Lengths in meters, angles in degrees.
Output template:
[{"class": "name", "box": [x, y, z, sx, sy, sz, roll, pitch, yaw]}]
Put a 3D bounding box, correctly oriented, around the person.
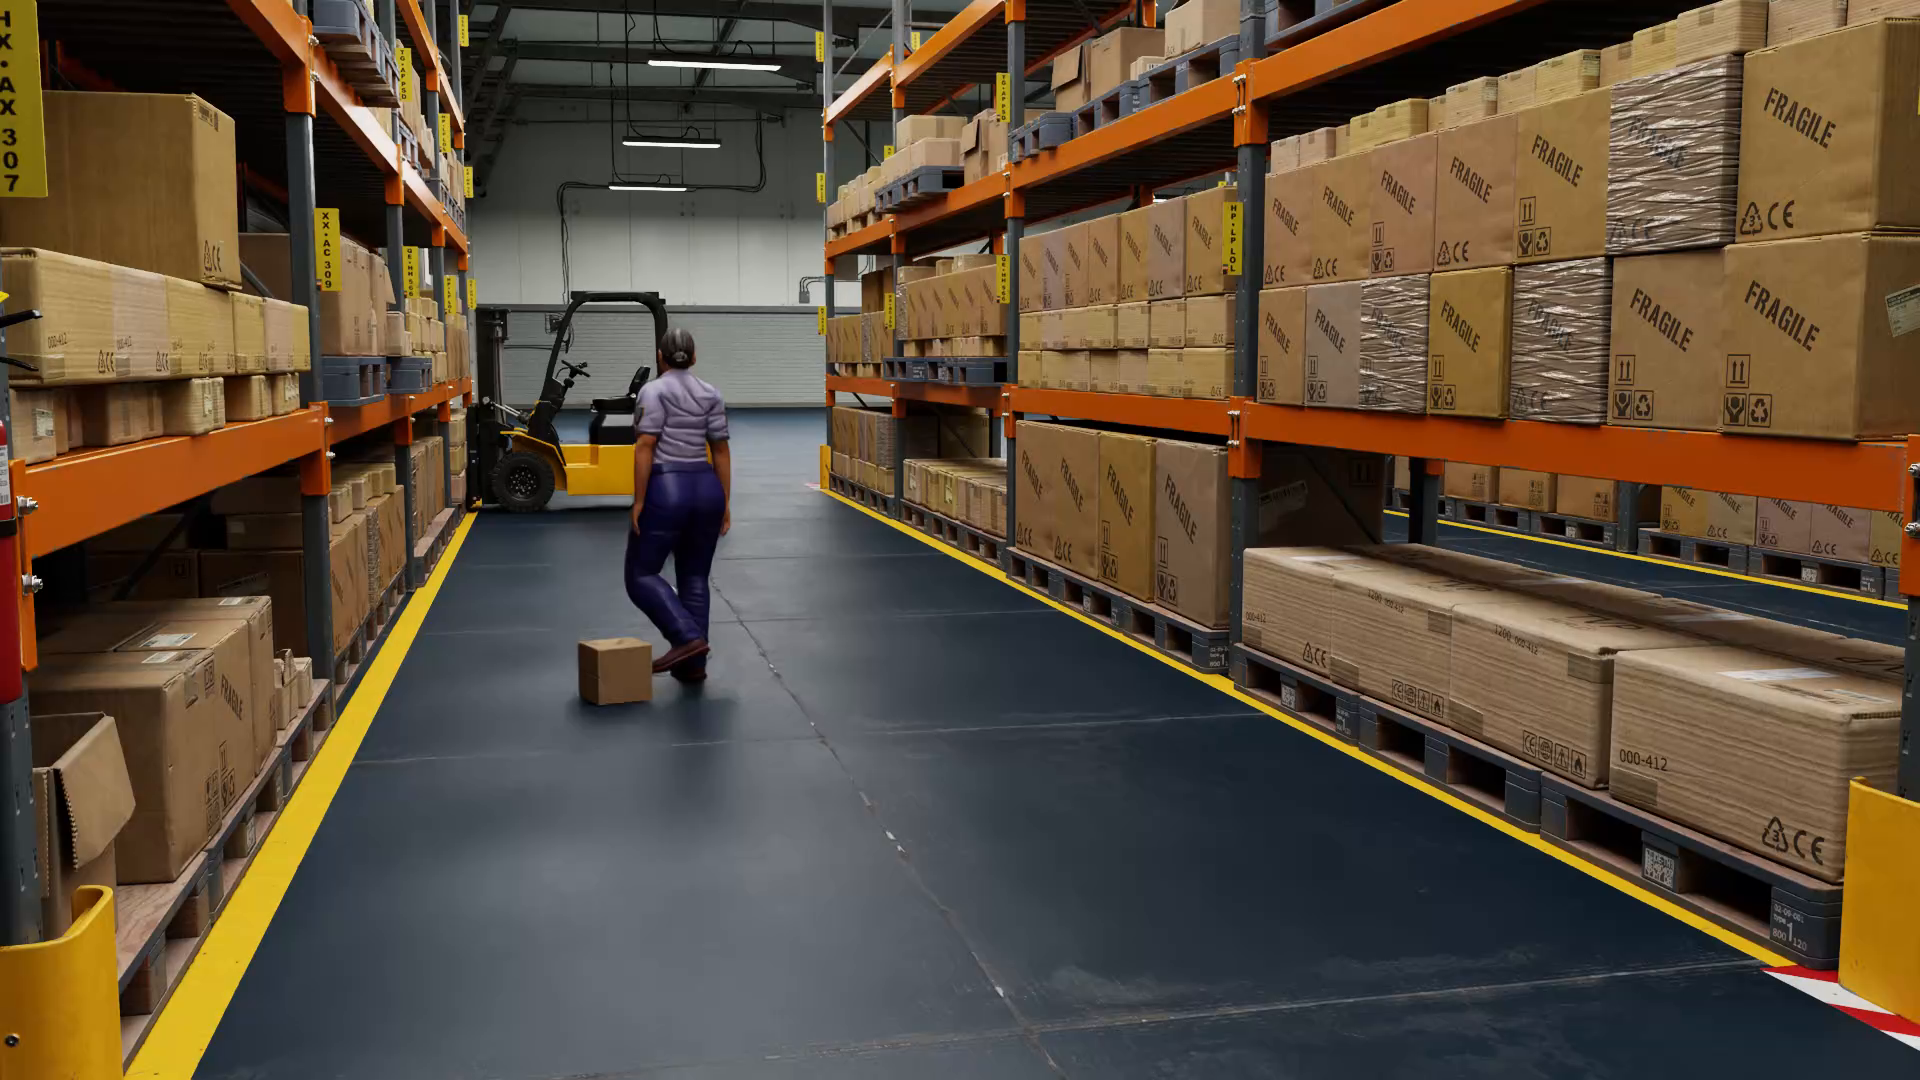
[{"class": "person", "box": [-1.272, -0.154, 7.677, 0.561, 1.642, 0.540, -6, 8, -42]}]
